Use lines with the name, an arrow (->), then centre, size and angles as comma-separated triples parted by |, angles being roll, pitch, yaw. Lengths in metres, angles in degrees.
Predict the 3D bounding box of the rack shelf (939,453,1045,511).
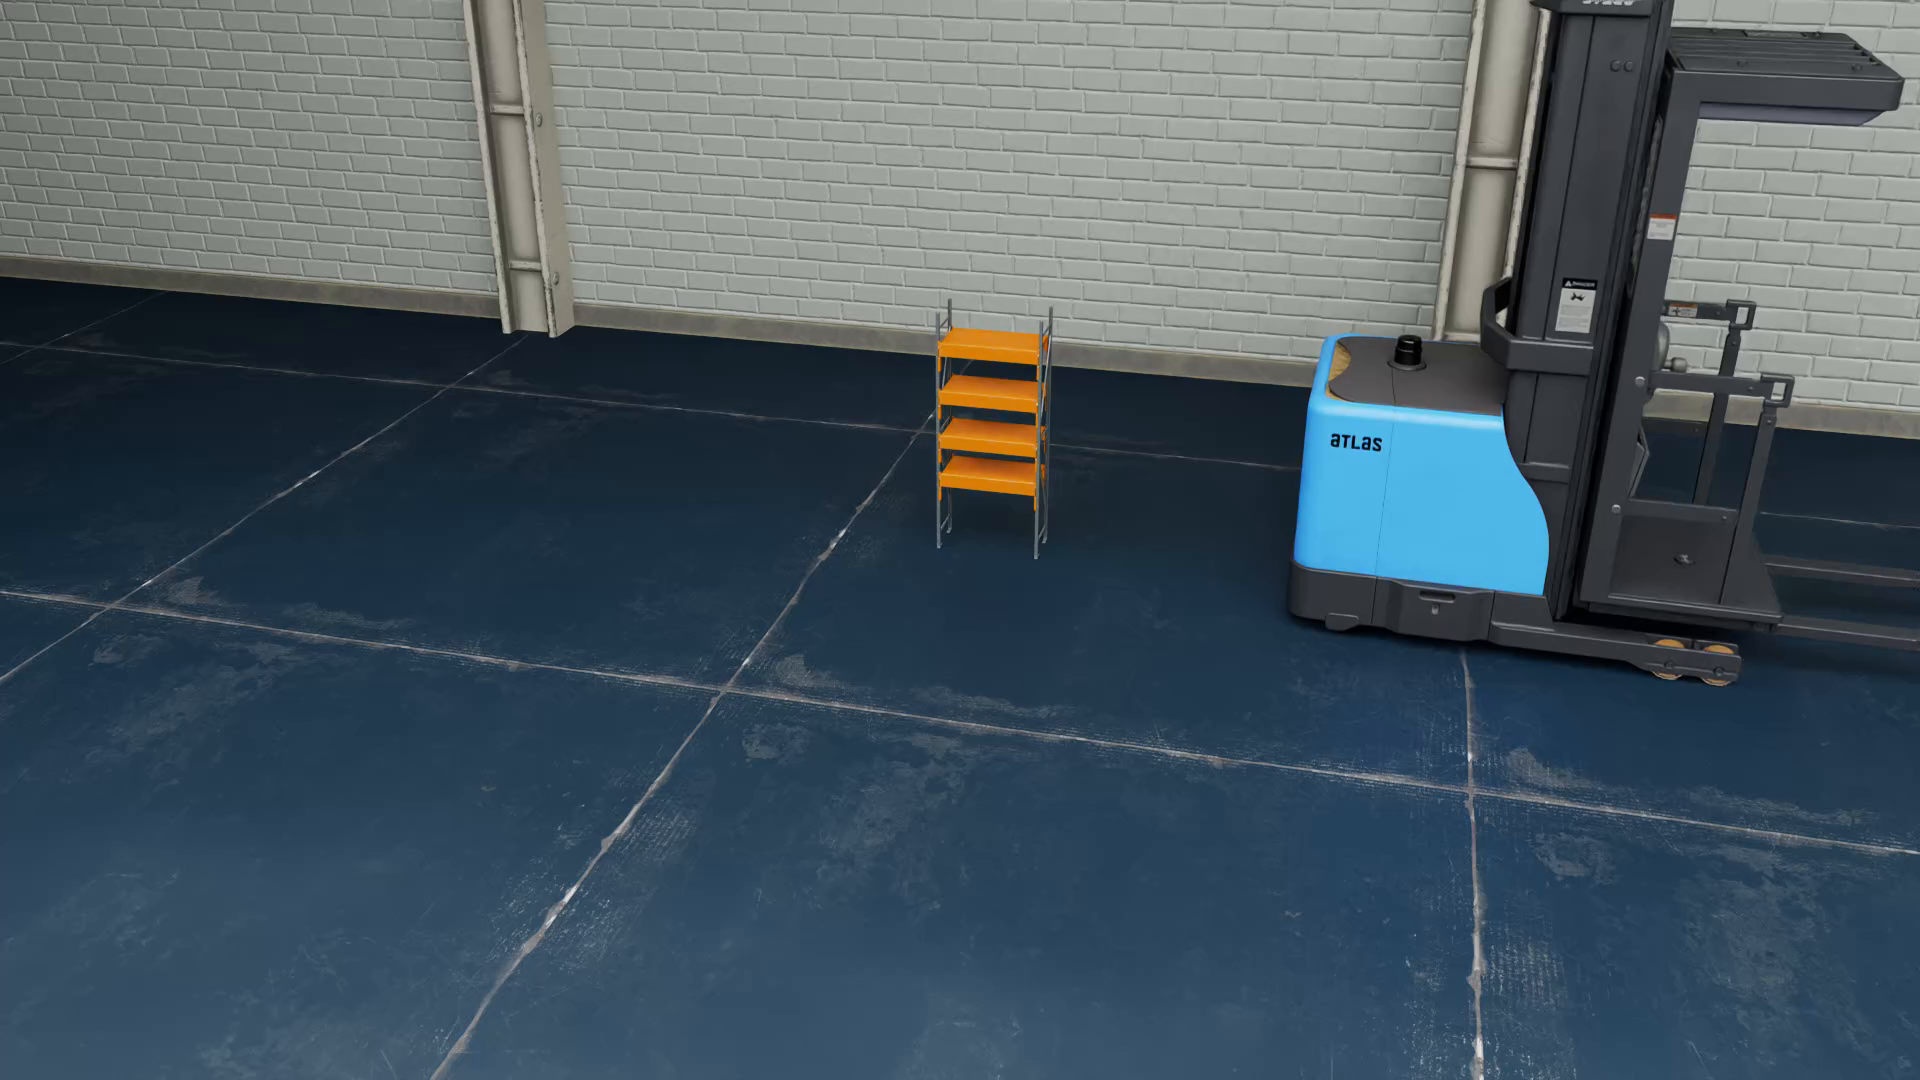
rack shelf -> 0.160, -0.284, 8.069 | 0.480, 0.148, 0.258 | 6, 26, 13

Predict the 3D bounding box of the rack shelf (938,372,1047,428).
rack shelf -> 0.160, -0.665, 7.888 | 0.480, 0.148, 0.258 | 6, 26, 13

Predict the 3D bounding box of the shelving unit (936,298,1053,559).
shelving unit -> 0.160, -0.524, 7.955 | 0.503, 1.200, 0.258 | 6, 26, 13

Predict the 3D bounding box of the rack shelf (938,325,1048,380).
rack shelf -> 0.160, -0.879, 7.786 | 0.480, 0.148, 0.258 | 6, 26, 13

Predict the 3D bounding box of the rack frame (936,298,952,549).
rack frame -> -0.076, -0.550, 8.010 | 0.015, 1.200, 0.240 | 6, 26, 13

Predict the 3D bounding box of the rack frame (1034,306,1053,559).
rack frame -> 0.397, -0.498, 7.900 | 0.015, 1.200, 0.240 | 6, 26, 13

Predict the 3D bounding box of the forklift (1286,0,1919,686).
forklift -> 3.036, -0.967, 6.872 | 3.031, 2.935, 1.130 | 7, 26, 14

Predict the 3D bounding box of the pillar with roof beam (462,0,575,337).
pillar with roof beam -> -3.918, -3.706, 5.567 | 0.400, 9.000, 9.100 | 6, 26, 13

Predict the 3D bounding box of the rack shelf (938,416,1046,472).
rack shelf -> 0.160, -0.463, 7.984 | 0.480, 0.148, 0.258 | 6, 26, 13

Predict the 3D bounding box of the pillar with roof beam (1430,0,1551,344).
pillar with roof beam -> 1.893, -3.064, 4.217 | 0.400, 9.000, 9.100 | 6, 26, 13
